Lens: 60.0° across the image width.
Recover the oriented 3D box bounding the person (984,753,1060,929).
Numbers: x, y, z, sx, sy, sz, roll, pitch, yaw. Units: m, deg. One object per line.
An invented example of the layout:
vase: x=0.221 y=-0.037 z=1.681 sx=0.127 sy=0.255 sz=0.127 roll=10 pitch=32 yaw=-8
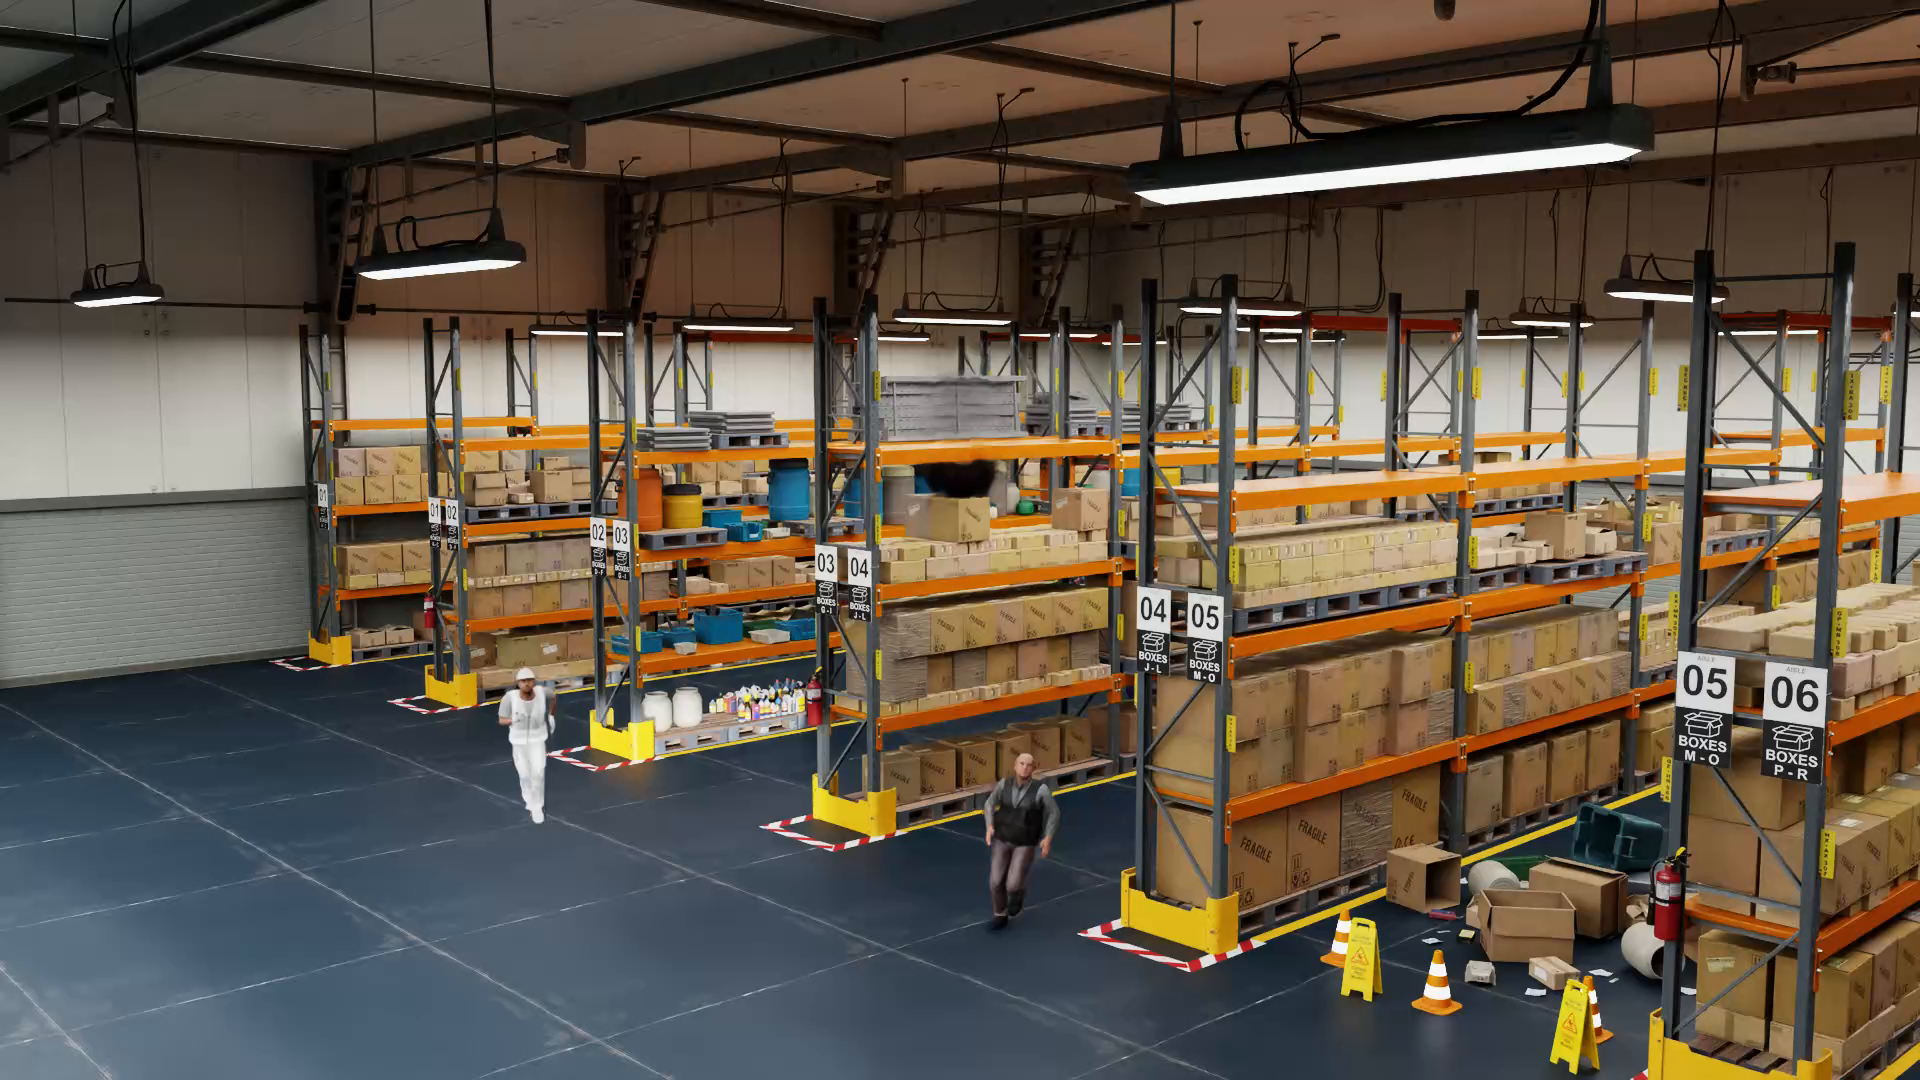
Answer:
person: x=0.532 y=2.796 z=15.357 sx=0.712 sy=1.656 sz=0.513 roll=2 pitch=6 yaw=22

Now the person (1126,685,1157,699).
person: x=2.696 y=1.914 z=24.669 sx=0.714 sy=1.577 sz=0.590 roll=-5 pitch=7 yaw=-40

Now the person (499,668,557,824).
person: x=-4.974 y=2.360 z=19.184 sx=0.643 sy=1.832 sz=0.845 roll=-1 pitch=6 yaw=-12
